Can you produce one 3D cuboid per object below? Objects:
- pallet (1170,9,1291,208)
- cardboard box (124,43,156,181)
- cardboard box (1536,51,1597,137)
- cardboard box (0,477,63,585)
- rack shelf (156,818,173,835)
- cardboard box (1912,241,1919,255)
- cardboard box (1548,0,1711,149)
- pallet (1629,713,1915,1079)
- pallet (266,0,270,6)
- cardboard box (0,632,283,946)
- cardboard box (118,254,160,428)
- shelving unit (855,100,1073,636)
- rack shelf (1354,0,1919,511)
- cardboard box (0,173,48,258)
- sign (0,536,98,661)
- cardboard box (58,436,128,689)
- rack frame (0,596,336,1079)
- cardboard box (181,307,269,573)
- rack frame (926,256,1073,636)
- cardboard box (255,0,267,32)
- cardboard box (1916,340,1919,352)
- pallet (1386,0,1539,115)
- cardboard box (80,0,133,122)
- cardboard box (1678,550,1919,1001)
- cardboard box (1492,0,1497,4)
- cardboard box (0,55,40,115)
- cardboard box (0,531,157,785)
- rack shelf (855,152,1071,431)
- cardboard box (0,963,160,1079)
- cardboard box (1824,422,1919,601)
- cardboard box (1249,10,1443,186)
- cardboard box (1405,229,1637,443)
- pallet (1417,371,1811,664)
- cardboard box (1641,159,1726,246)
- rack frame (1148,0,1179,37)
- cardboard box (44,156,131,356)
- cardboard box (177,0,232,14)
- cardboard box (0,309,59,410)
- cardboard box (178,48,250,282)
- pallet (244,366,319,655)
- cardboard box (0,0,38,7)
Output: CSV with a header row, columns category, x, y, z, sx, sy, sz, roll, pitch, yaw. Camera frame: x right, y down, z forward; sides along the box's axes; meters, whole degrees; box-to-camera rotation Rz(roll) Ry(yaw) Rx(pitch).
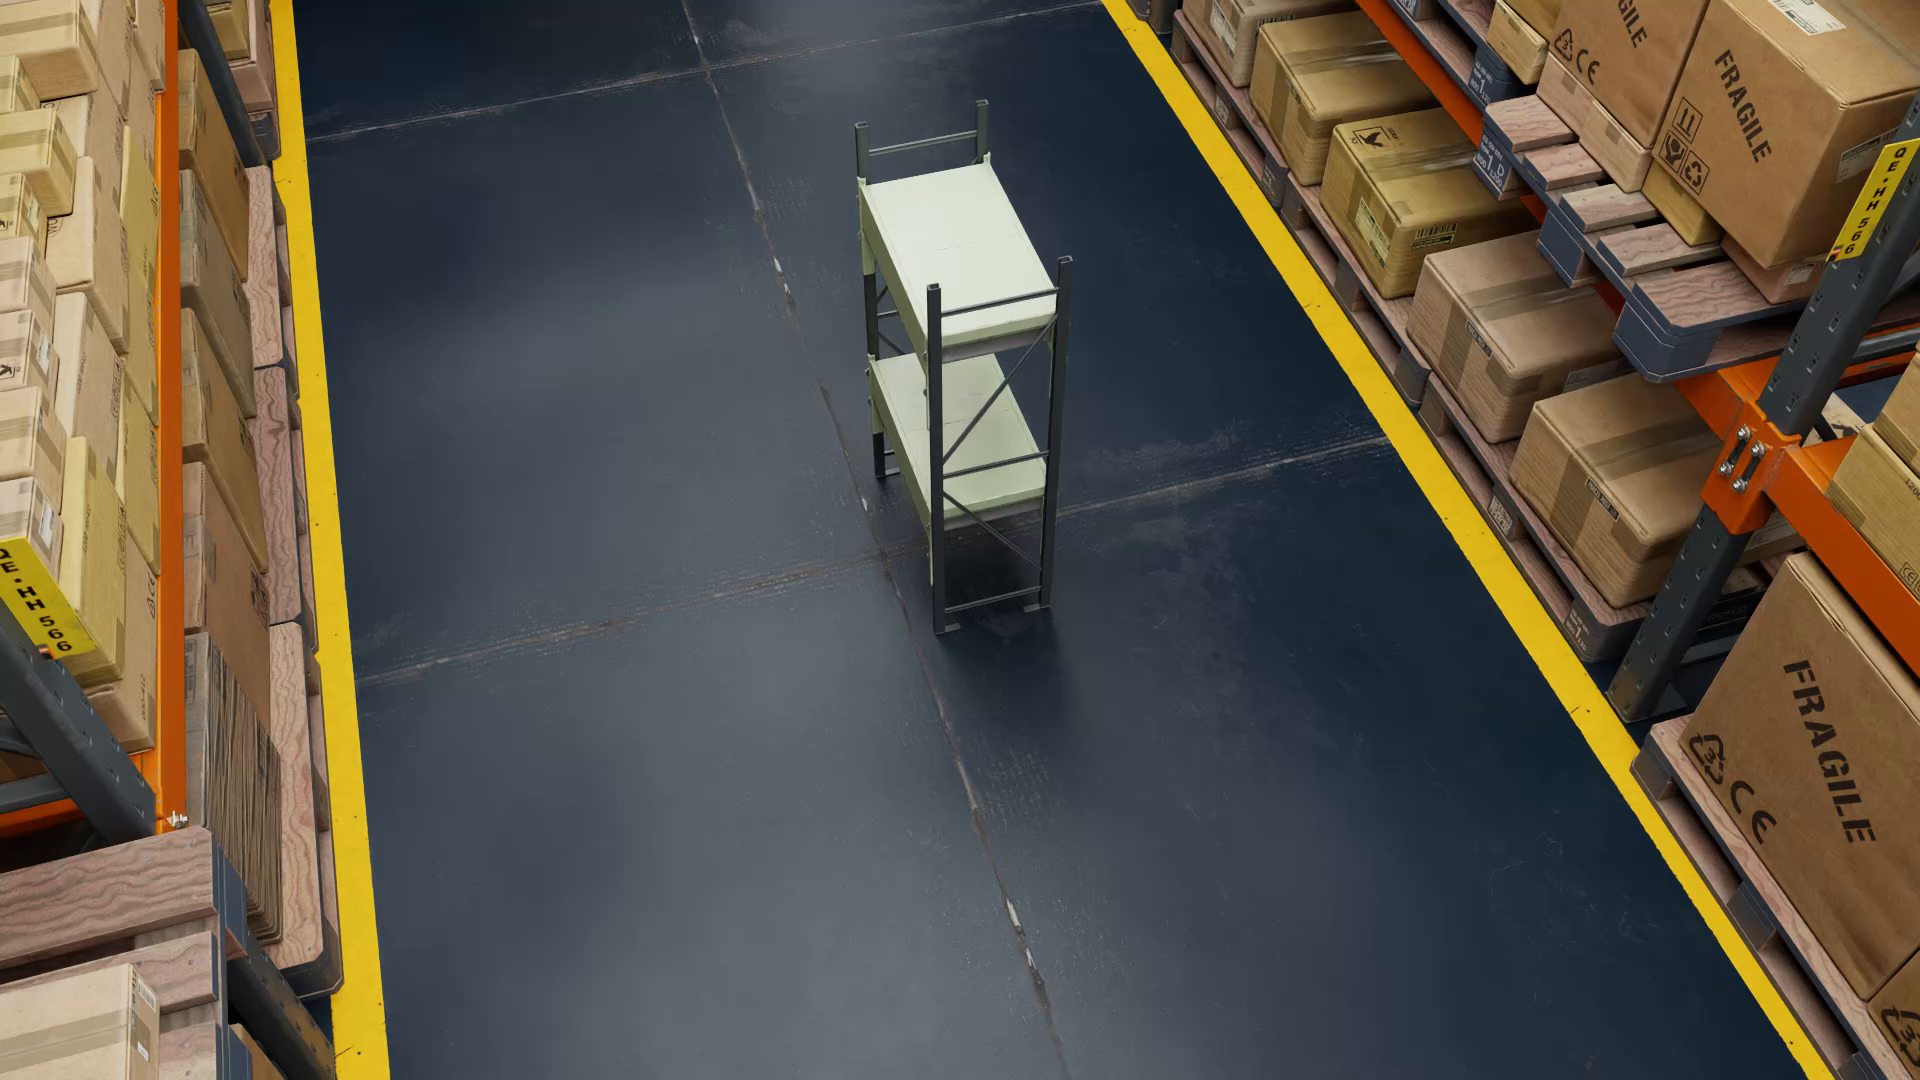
category,x,y,z,sx,sy,sz,roll,pitch,yaw
pallet,1.608,-1.992,7.291,1.003,0.211,1.213,-13,51,-11
cardboard box,-2.693,-1.242,4.933,0.500,0.250,0.500,-13,51,-11
cardboard box,1.905,-1.317,4.788,0.380,0.149,0.250,-16,52,-13
cardboard box,-1.994,0.046,3.259,0.380,0.149,0.250,-12,51,-10
rack shelf,-1.589,2.280,2.337,1.077,0.370,4.000,-13,51,-11
cardboard box,2.641,-0.872,4.413,0.380,0.149,0.250,-16,52,-13
cardboard box,1.996,-1.446,4.472,0.500,0.500,0.500,-14,51,-12
pallet,2.721,0.954,4.808,1.003,0.211,1.213,-13,51,-11
pallet,-3.923,-2.919,8.072,1.003,0.211,1.213,-13,51,-11
cardboard box,-2.352,0.759,4.427,0.875,0.625,0.625,-12,51,-10
cardboard box,-2.382,-0.487,4.297,0.500,0.250,0.500,-15,51,-12
shelving unit,-0.002,-0.488,5.181,0.431,1.500,0.755,-13,51,-11
rack shelf,1.968,-1.767,5.748,1.077,0.370,4.000,-13,51,-11
cardboard box,-2.367,-0.695,3.884,0.380,0.149,0.250,-13,51,-11
sign,-1.665,0.110,2.990,0.100,0.325,0.005,-13,51,-11
cardboard box,-2.055,0.089,3.484,0.500,0.250,0.500,-13,51,-11
rack frame,-2.181,0.587,3.293,1.000,3.000,0.127,-13,51,-11
cardboard box,-2.752,-0.209,5.242,0.875,0.625,0.625,-15,52,-12
rack frame,0.106,-0.221,4.955,0.400,1.500,0.023,-13,51,-11
cardboard box,-3.355,-2.379,7.317,0.500,0.250,0.500,-14,51,-12
cardboard box,2.472,-0.477,3.471,0.500,0.500,0.500,-15,51,-12
pallet,1.935,-1.913,5.526,1.003,0.211,1.213,-13,51,-11
cardboard box,-2.670,-1.398,4.737,0.500,0.250,0.500,-12,51,-10
cardboard box,2.685,0.535,4.452,0.875,0.875,0.875,-14,51,-11
cardboard box,1.857,-1.727,5.134,0.380,0.149,0.250,-13,51,-11
cardboard box,-2.555,-1.062,4.194,0.380,0.149,0.250,-13,51,-11
cardboard box,-2.079,0.256,3.670,0.500,0.250,0.500,-13,51,-11
rack shelf,-0.002,-0.740,4.882,0.431,0.370,0.720,-13,51,-11
cardboard box,-1.620,0.926,2.897,0.380,0.149,0.250,-12,51,-10
cardboard box,2.464,-0.075,3.950,0.500,0.250,0.500,-14,51,-12
cardboard box,1.750,-1.841,6.784,0.950,0.372,0.625,-10,51,-9
cardboard box,2.176,-0.778,5.888,0.950,0.372,0.625,-14,51,-12
pallet,2.330,-0.210,5.789,1.003,0.211,1.213,-13,51,-11
cardboard box,2.090,-0.958,4.485,0.380,0.149,0.250,-13,51,-10
rack frame,1.377,-3.459,6.704,1.000,3.000,0.127,-13,51,-11
cardboard box,-2.363,-0.657,4.113,0.500,0.250,0.500,-14,51,-12
cardboard box,-3.207,-2.330,6.622,0.500,0.250,0.500,-14,51,-12
cardboard box,-2.174,-0.330,3.577,0.380,0.149,0.250,-12,51,-10
cardboard box,-3.199,-1.326,6.184,0.875,0.625,0.625,-11,51,-9
pallet,-2.744,-0.014,5.623,1.003,0.211,1.213,-13,51,-11
cardboard box,-2.645,-1.450,4.521,0.380,0.149,0.250,-13,51,-11
